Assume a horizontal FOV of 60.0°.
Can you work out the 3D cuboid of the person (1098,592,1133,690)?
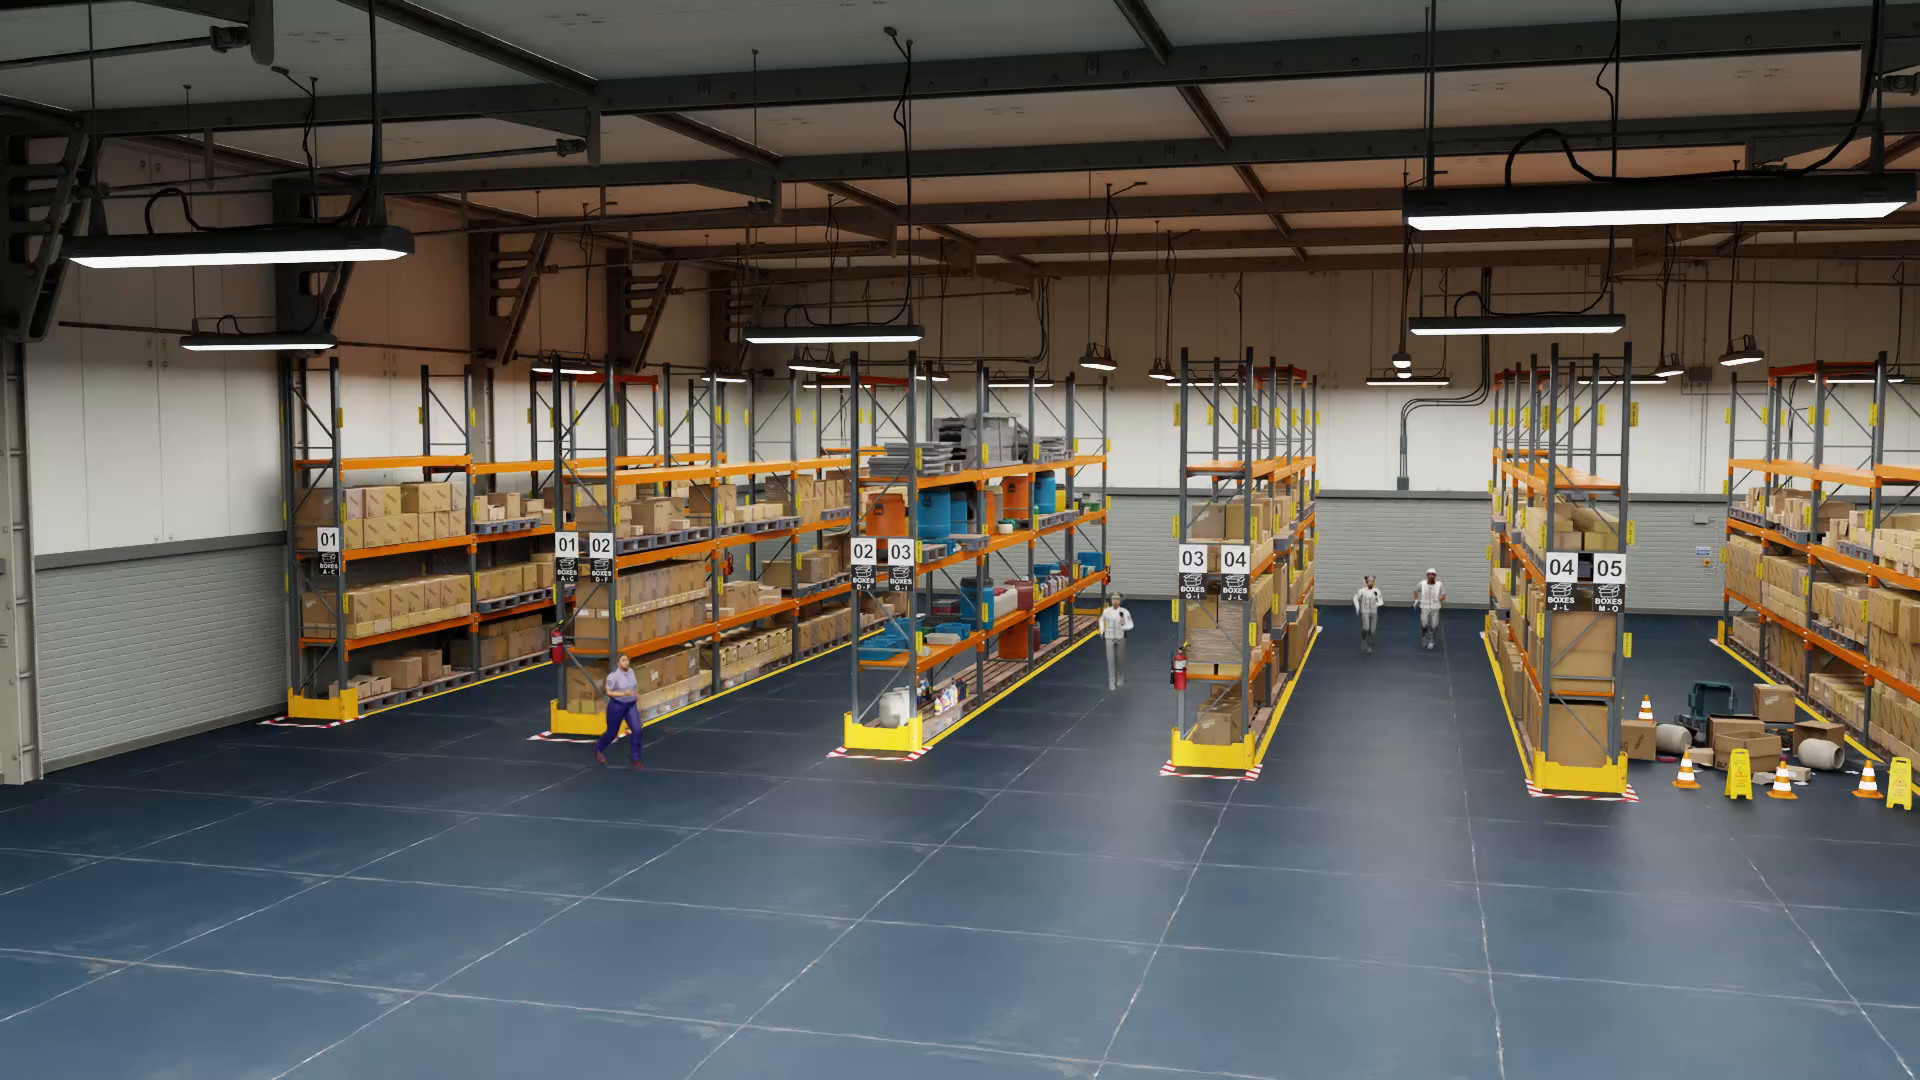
[{"bbox_3d":[2.708,1.744,29.005,0.624,1.691,0.808,1,4,10],"label":"person"}]

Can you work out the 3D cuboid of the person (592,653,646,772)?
[{"bbox_3d":[-4.854,2.443,23.773,0.909,1.687,0.612,4,6,44],"label":"person"}]

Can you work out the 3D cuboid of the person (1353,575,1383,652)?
[{"bbox_3d":[8.691,1.562,35.319,0.589,1.658,0.625,0,4,3],"label":"person"}]

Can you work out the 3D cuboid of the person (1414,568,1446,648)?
[{"bbox_3d":[10.130,1.483,35.854,0.674,1.740,0.632,1,4,15],"label":"person"}]
